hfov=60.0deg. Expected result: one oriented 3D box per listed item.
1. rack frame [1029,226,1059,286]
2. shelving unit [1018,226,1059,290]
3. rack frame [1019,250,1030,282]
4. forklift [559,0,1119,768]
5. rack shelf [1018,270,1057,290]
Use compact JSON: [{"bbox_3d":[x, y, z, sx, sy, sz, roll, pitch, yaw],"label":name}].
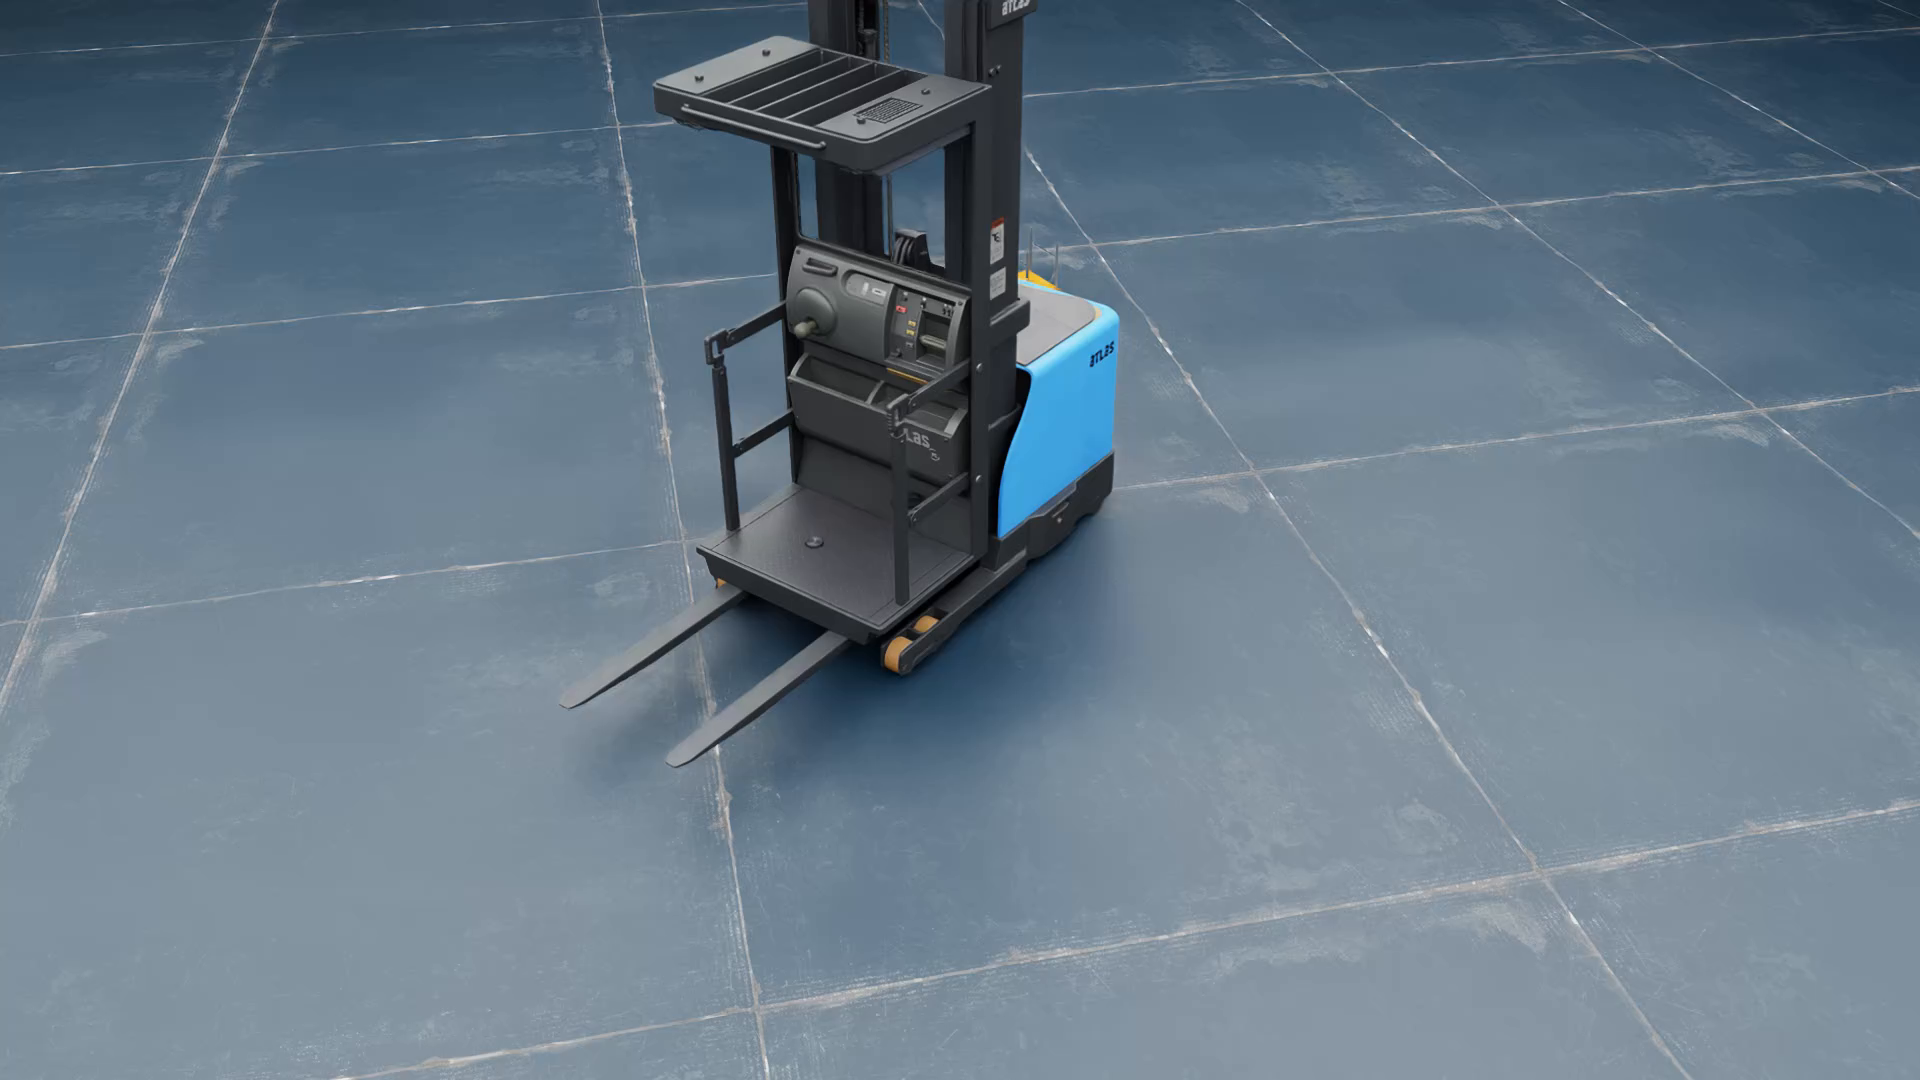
[{"bbox_3d":[0.424,-1.048,8.728,0.006,1.200,0.240,-21,40,-28],"label":"rack frame"},{"bbox_3d":[0.349,-1.019,8.686,0.189,1.200,0.258,-21,40,-28],"label":"shelving unit"},{"bbox_3d":[0.273,-0.989,8.643,0.006,1.200,0.240,-21,40,-28],"label":"rack frame"},{"bbox_3d":[-0.493,-0.931,7.006,1.130,2.935,3.031,22,40,29],"label":"forklift"},{"bbox_3d":[0.349,-1.277,8.505,0.180,0.103,0.258,-21,40,-28],"label":"rack shelf"}]
